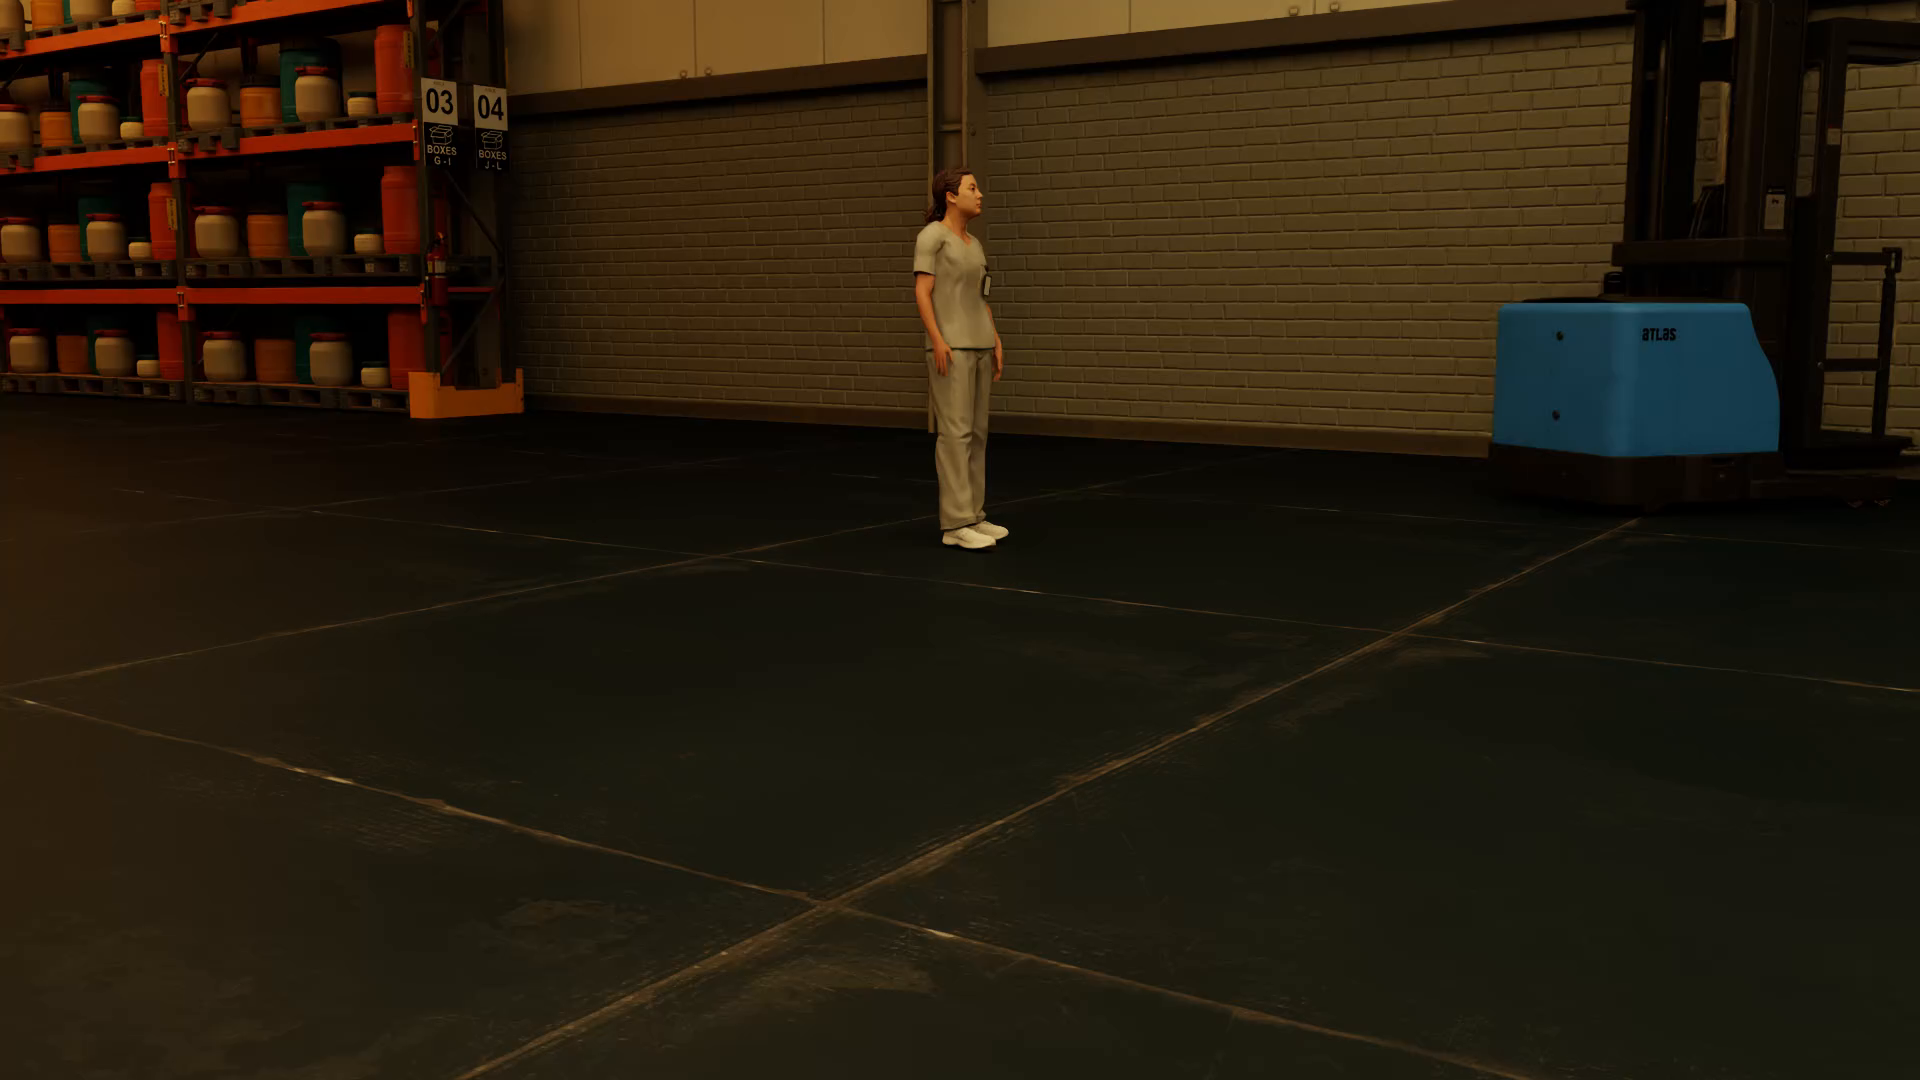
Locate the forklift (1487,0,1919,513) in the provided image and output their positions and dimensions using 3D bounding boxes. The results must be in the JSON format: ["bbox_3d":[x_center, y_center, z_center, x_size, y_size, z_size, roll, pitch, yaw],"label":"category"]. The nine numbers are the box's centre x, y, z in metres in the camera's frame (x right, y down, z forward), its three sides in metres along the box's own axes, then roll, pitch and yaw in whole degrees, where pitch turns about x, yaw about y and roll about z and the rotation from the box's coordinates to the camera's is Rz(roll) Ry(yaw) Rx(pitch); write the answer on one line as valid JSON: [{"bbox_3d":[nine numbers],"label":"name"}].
[{"bbox_3d":[4.483,-1.693,9.100,3.031,2.935,1.130,-3,9,-21],"label":"forklift"}]

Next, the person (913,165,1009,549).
[{"bbox_3d":[0.054,-0.830,7.432,0.548,1.673,0.549,5,10,34],"label":"person"}]
